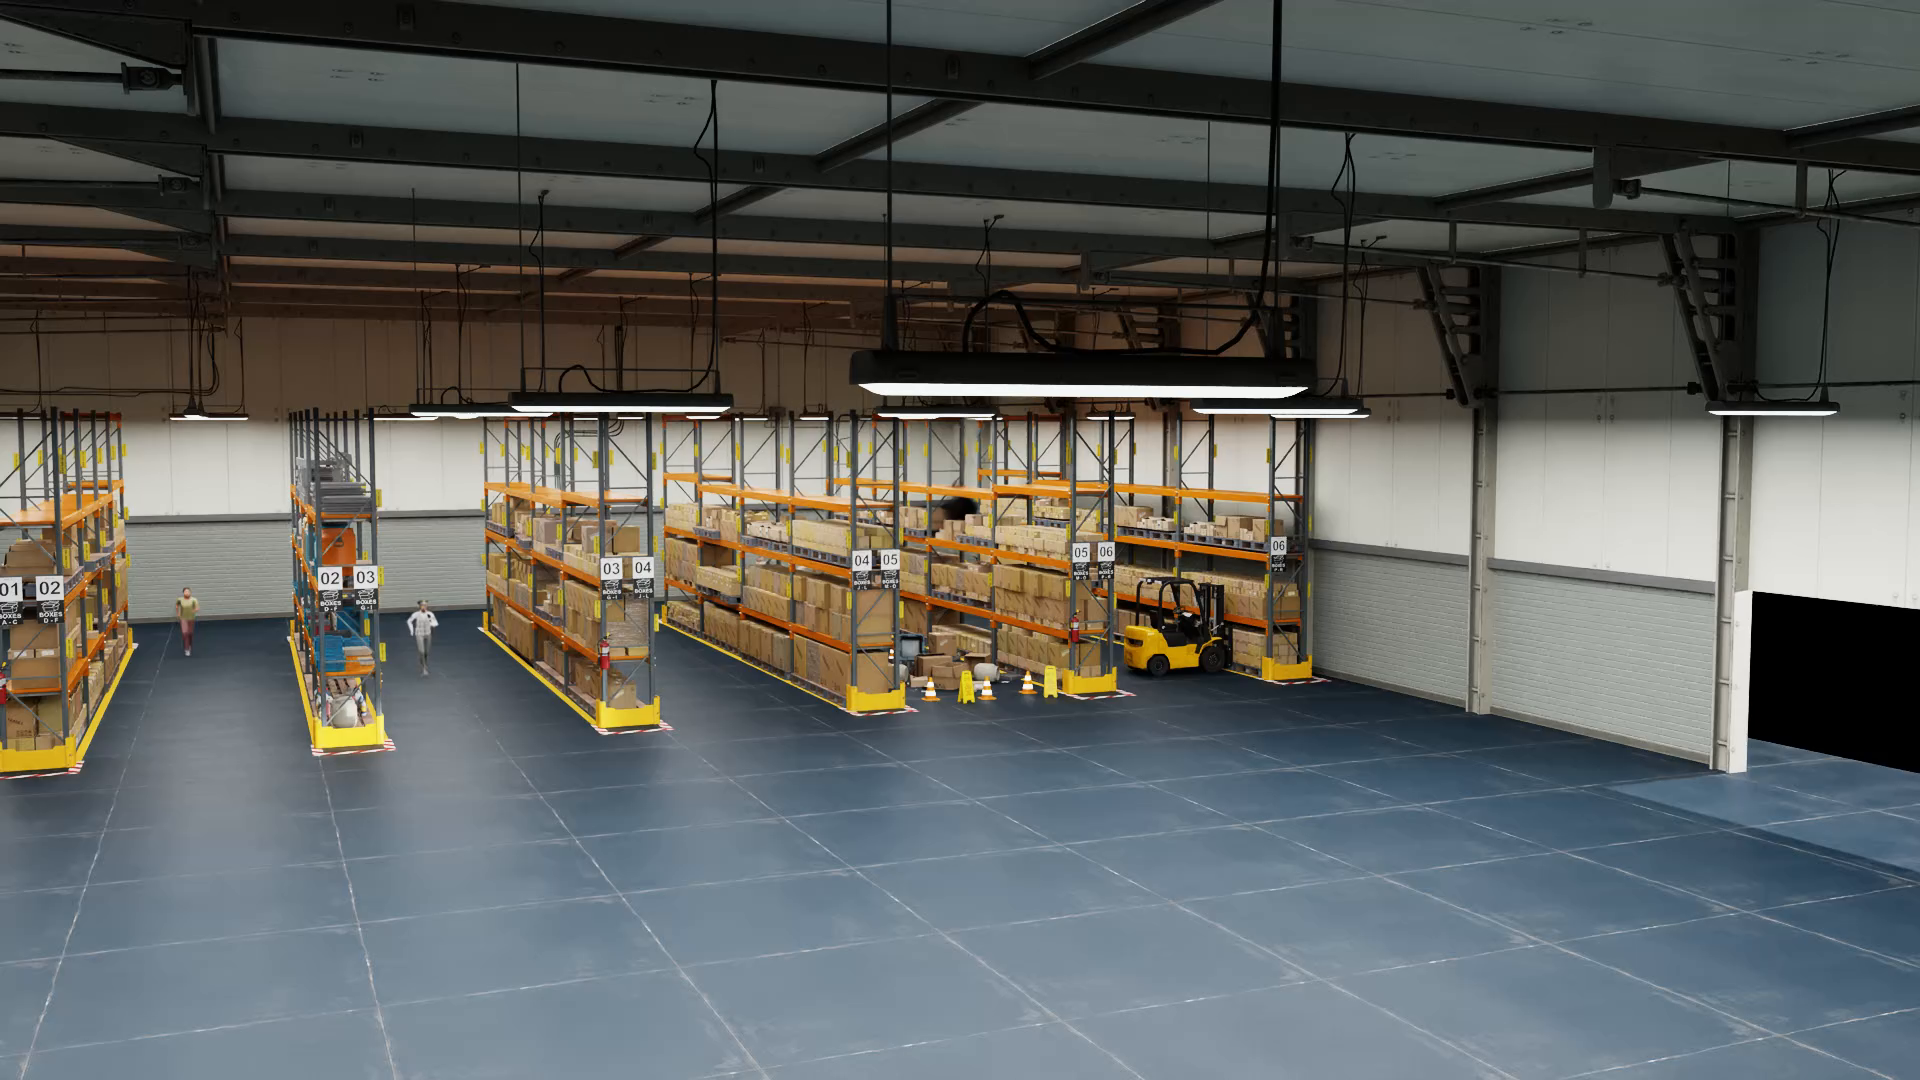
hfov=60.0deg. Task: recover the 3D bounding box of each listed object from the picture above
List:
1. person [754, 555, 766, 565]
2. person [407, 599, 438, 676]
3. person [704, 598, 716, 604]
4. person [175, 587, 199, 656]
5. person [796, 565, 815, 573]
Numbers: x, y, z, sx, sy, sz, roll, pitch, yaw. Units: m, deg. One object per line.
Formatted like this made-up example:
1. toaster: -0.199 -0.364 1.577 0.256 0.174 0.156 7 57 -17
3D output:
1. person: -6.172 1.263 51.406 0.666 1.741 0.602 3 5 40
2. person: -12.237 2.197 37.947 0.604 1.703 0.895 -3 5 -33
3. person: -7.430 1.469 49.389 0.626 1.597 0.513 -2 5 -28
4. person: -19.176 2.003 41.294 0.522 1.695 0.925 -2 5 -32
5. person: -4.815 1.260 50.756 0.960 1.770 0.698 -2 5 -28
